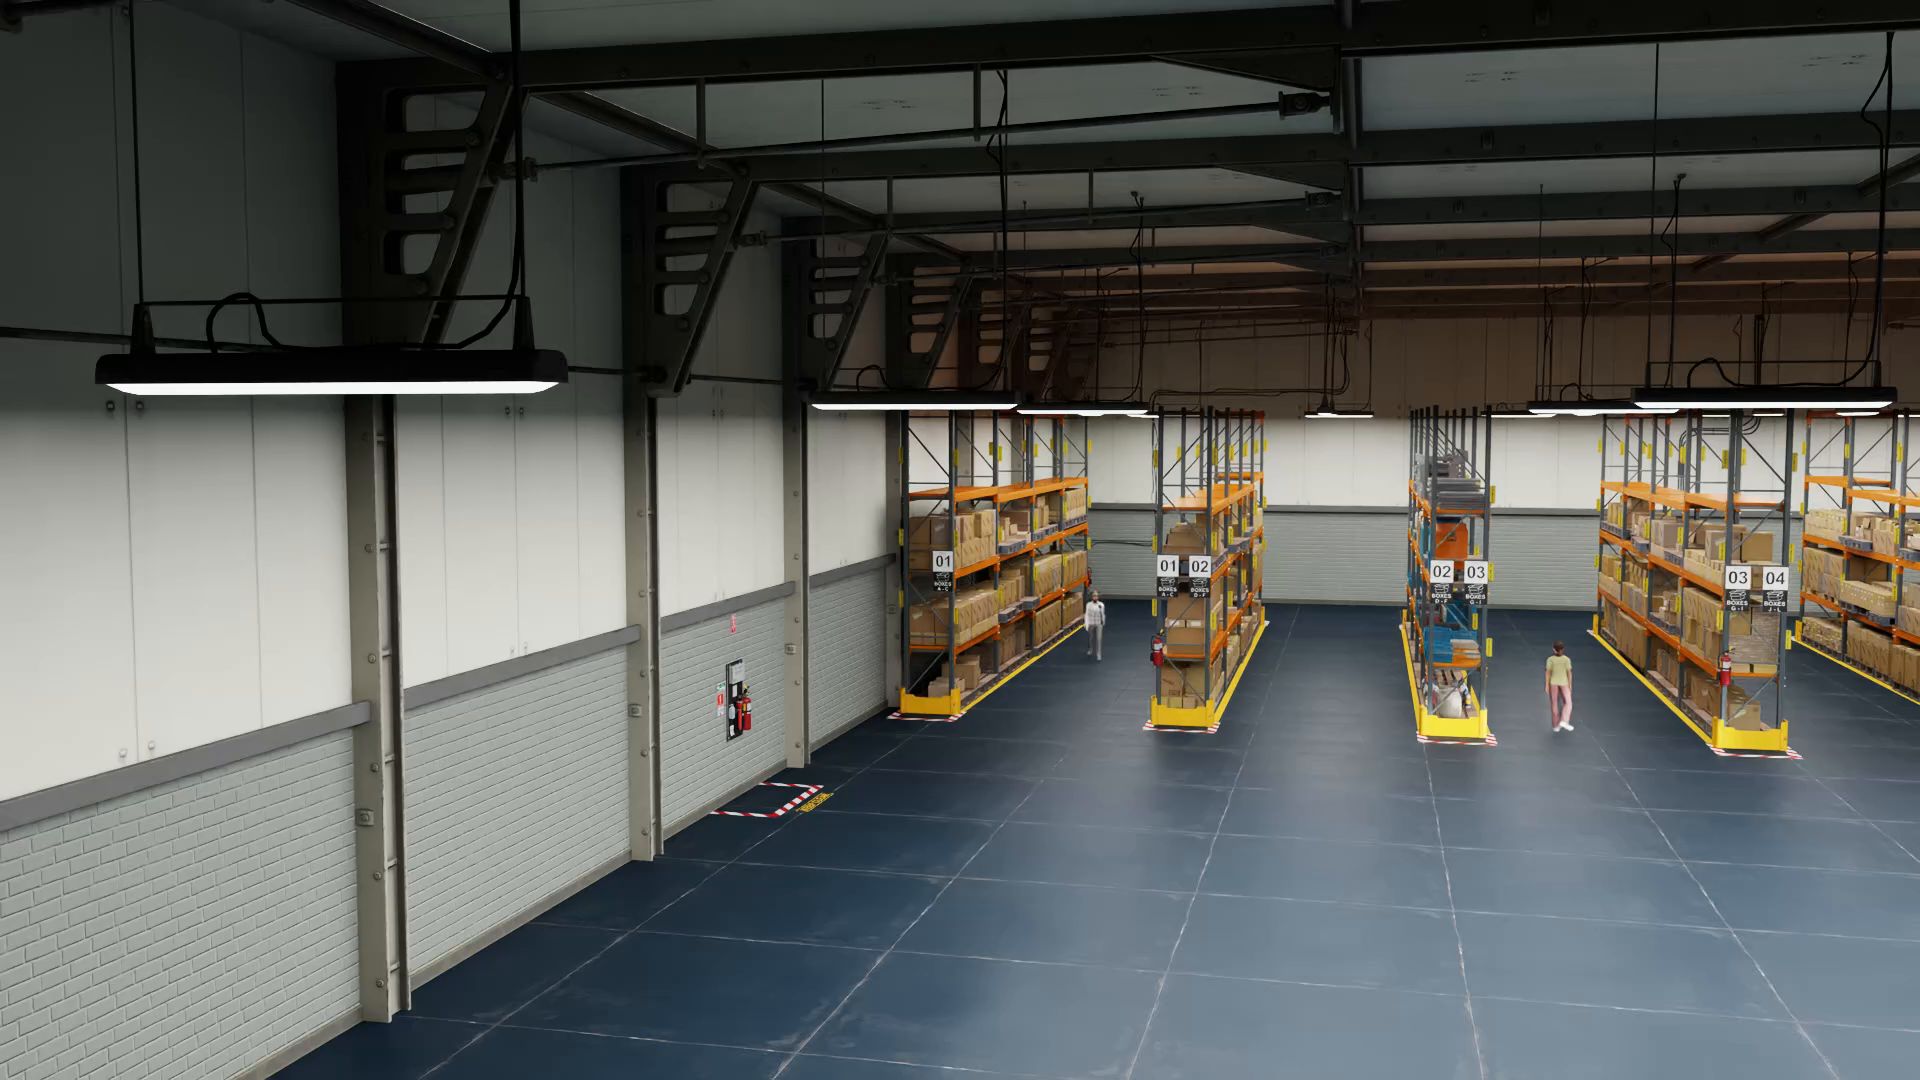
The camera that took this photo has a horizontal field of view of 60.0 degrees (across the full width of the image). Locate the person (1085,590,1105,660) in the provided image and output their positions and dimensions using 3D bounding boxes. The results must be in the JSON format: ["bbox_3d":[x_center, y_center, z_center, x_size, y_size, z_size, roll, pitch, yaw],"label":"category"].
[{"bbox_3d":[3.244,2.020,39.850,0.488,1.642,0.989,0,4,3],"label":"person"}]

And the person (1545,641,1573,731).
[{"bbox_3d":[11.030,2.705,30.593,0.501,1.659,0.531,1,4,18],"label":"person"}]
